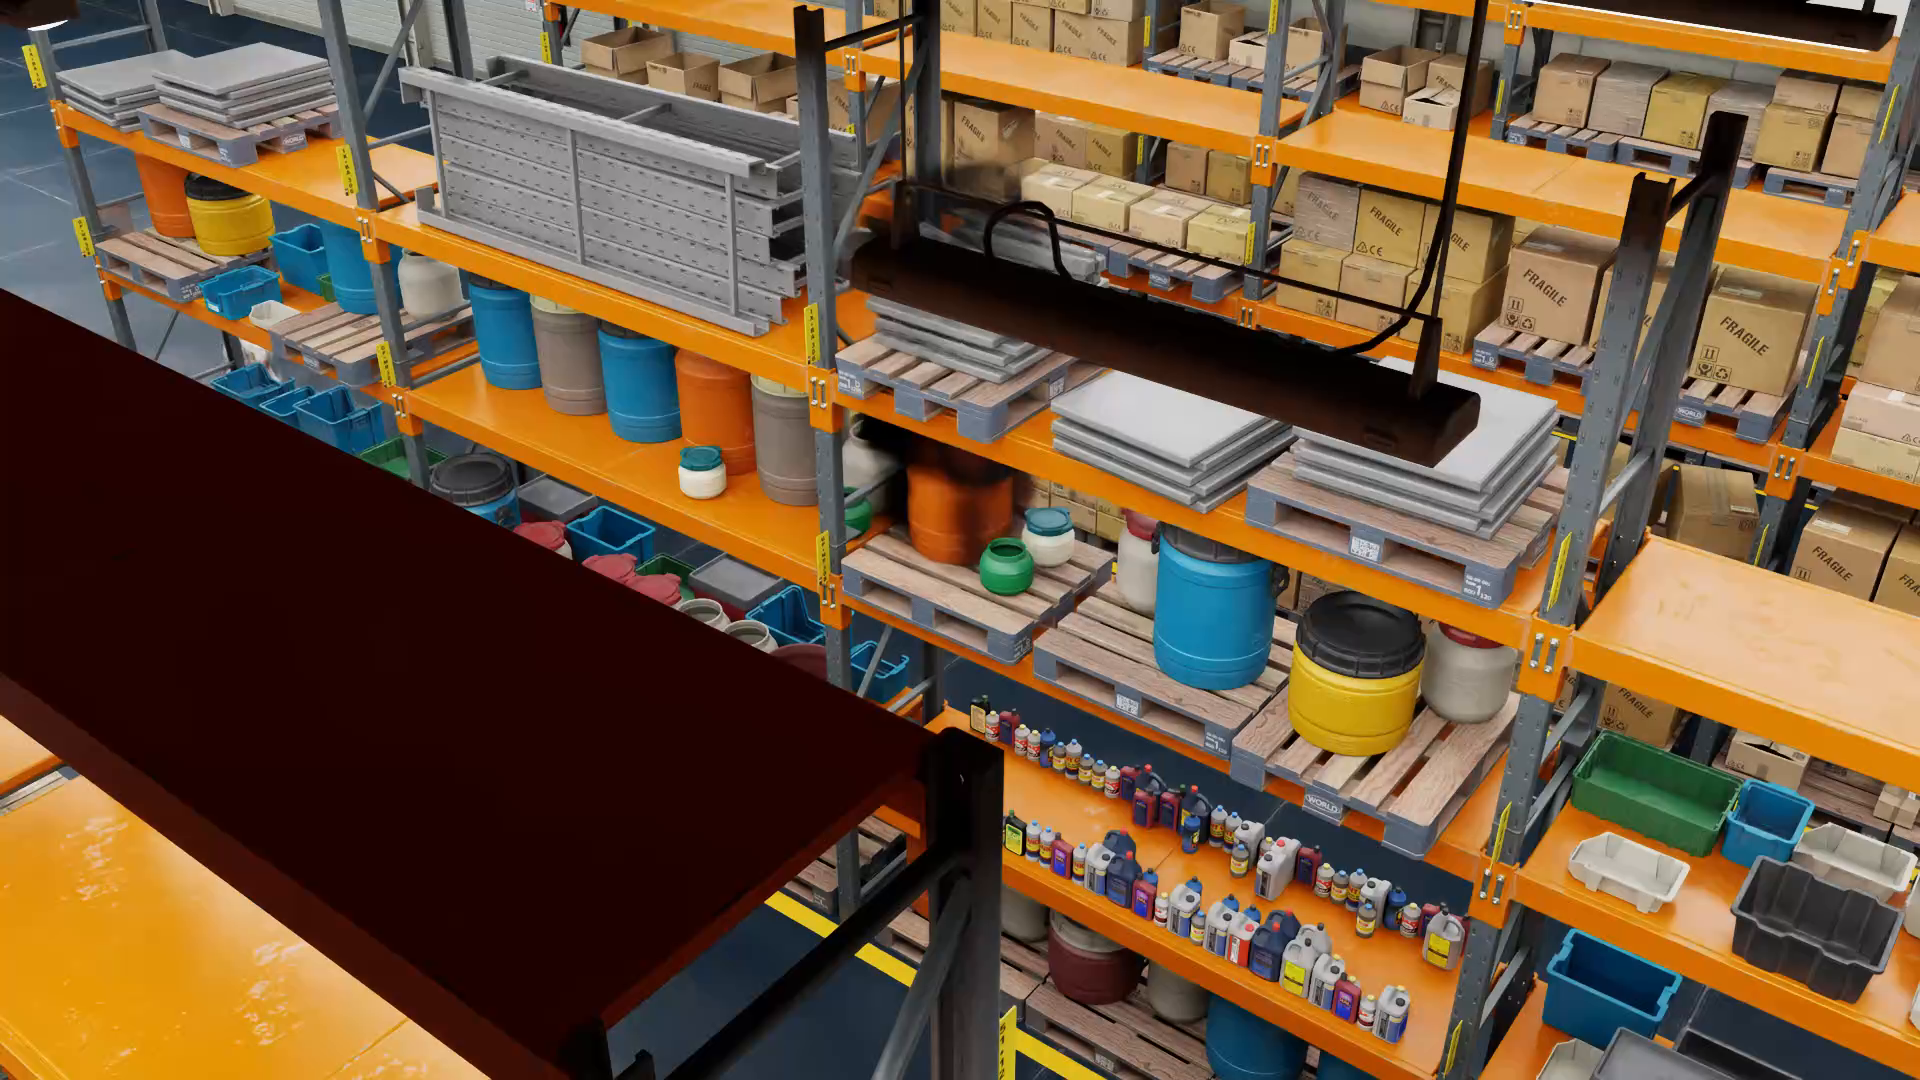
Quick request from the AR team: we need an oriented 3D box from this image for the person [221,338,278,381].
[{"bbox_3d":[-6.794,-1.555,16.185,0.648,1.726,0.649,-19,36,-28],"label":"person"}]
